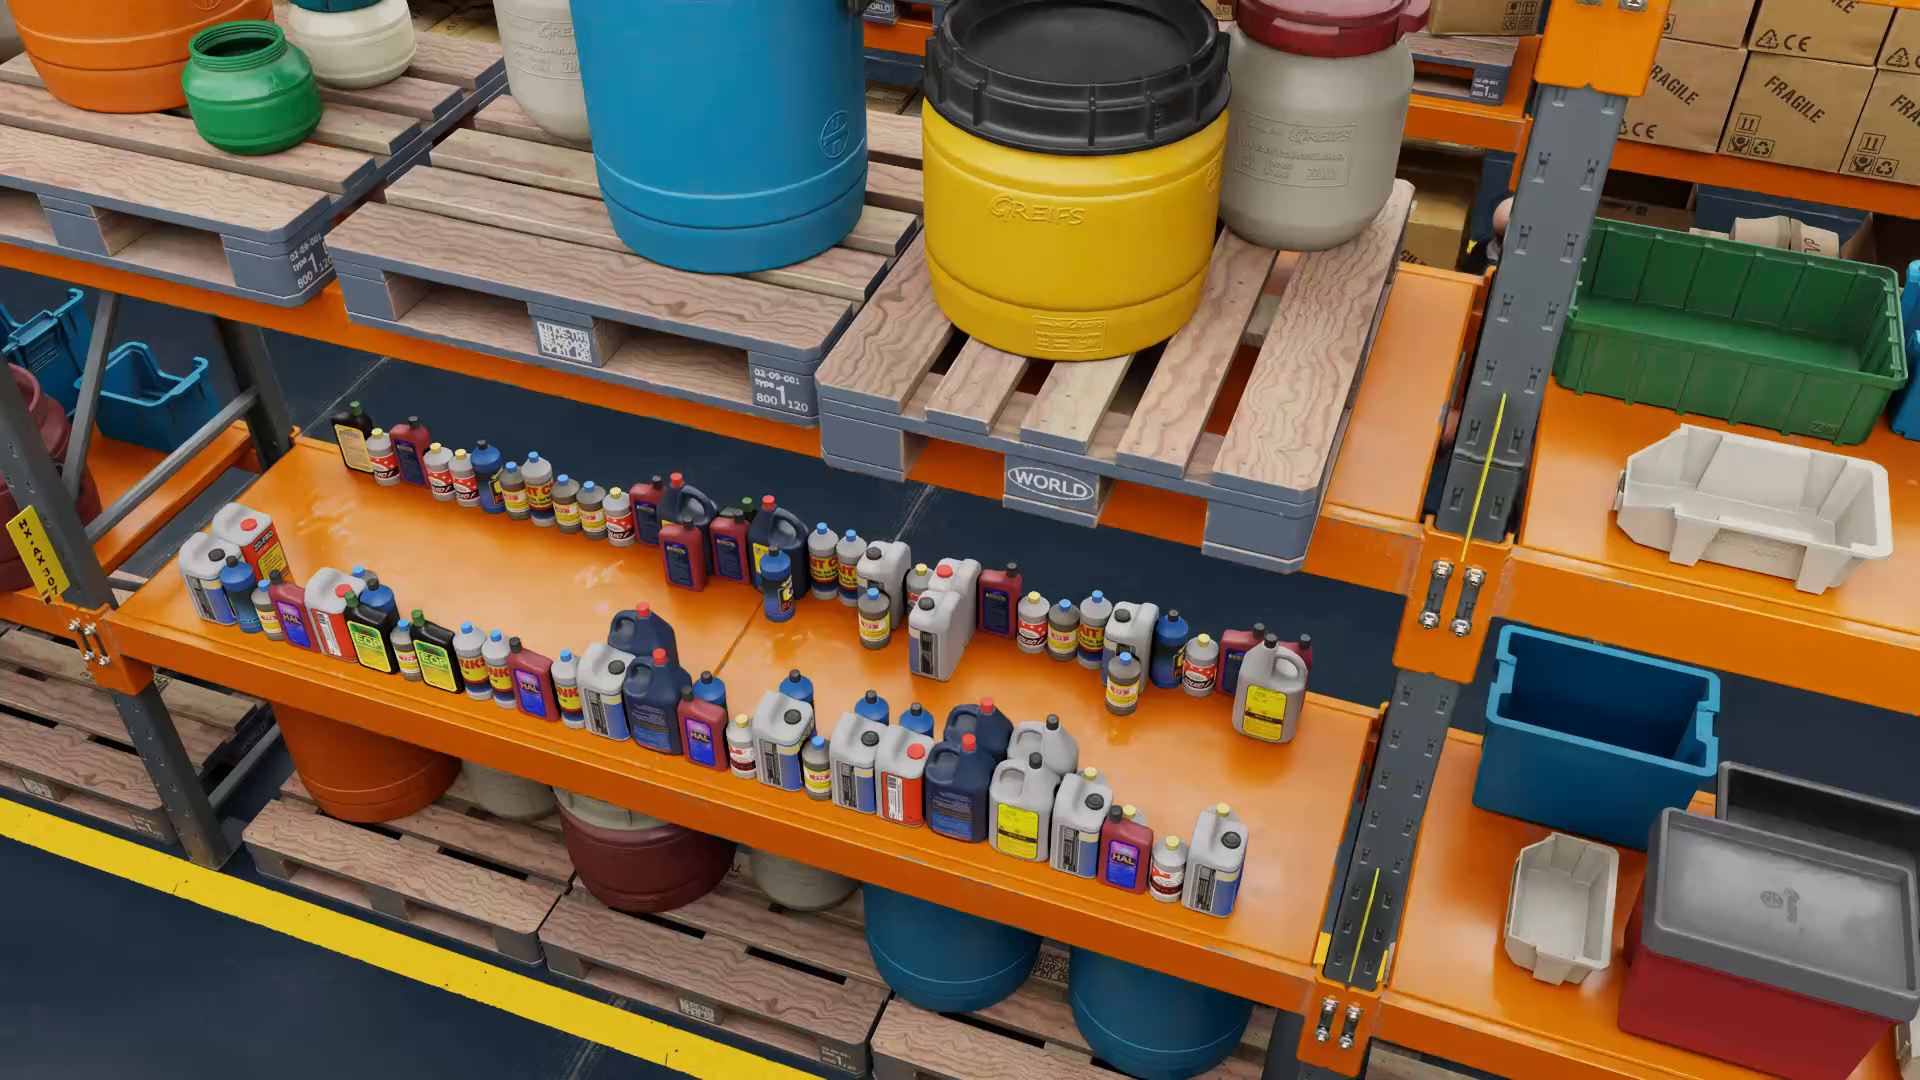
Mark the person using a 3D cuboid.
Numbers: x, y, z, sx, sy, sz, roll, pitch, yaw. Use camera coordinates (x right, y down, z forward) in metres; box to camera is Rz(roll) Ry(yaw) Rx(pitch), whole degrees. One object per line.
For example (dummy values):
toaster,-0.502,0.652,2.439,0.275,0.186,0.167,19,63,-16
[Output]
person,2.239,-0.642,6.919,0.803,1.747,0.580,5,42,6
